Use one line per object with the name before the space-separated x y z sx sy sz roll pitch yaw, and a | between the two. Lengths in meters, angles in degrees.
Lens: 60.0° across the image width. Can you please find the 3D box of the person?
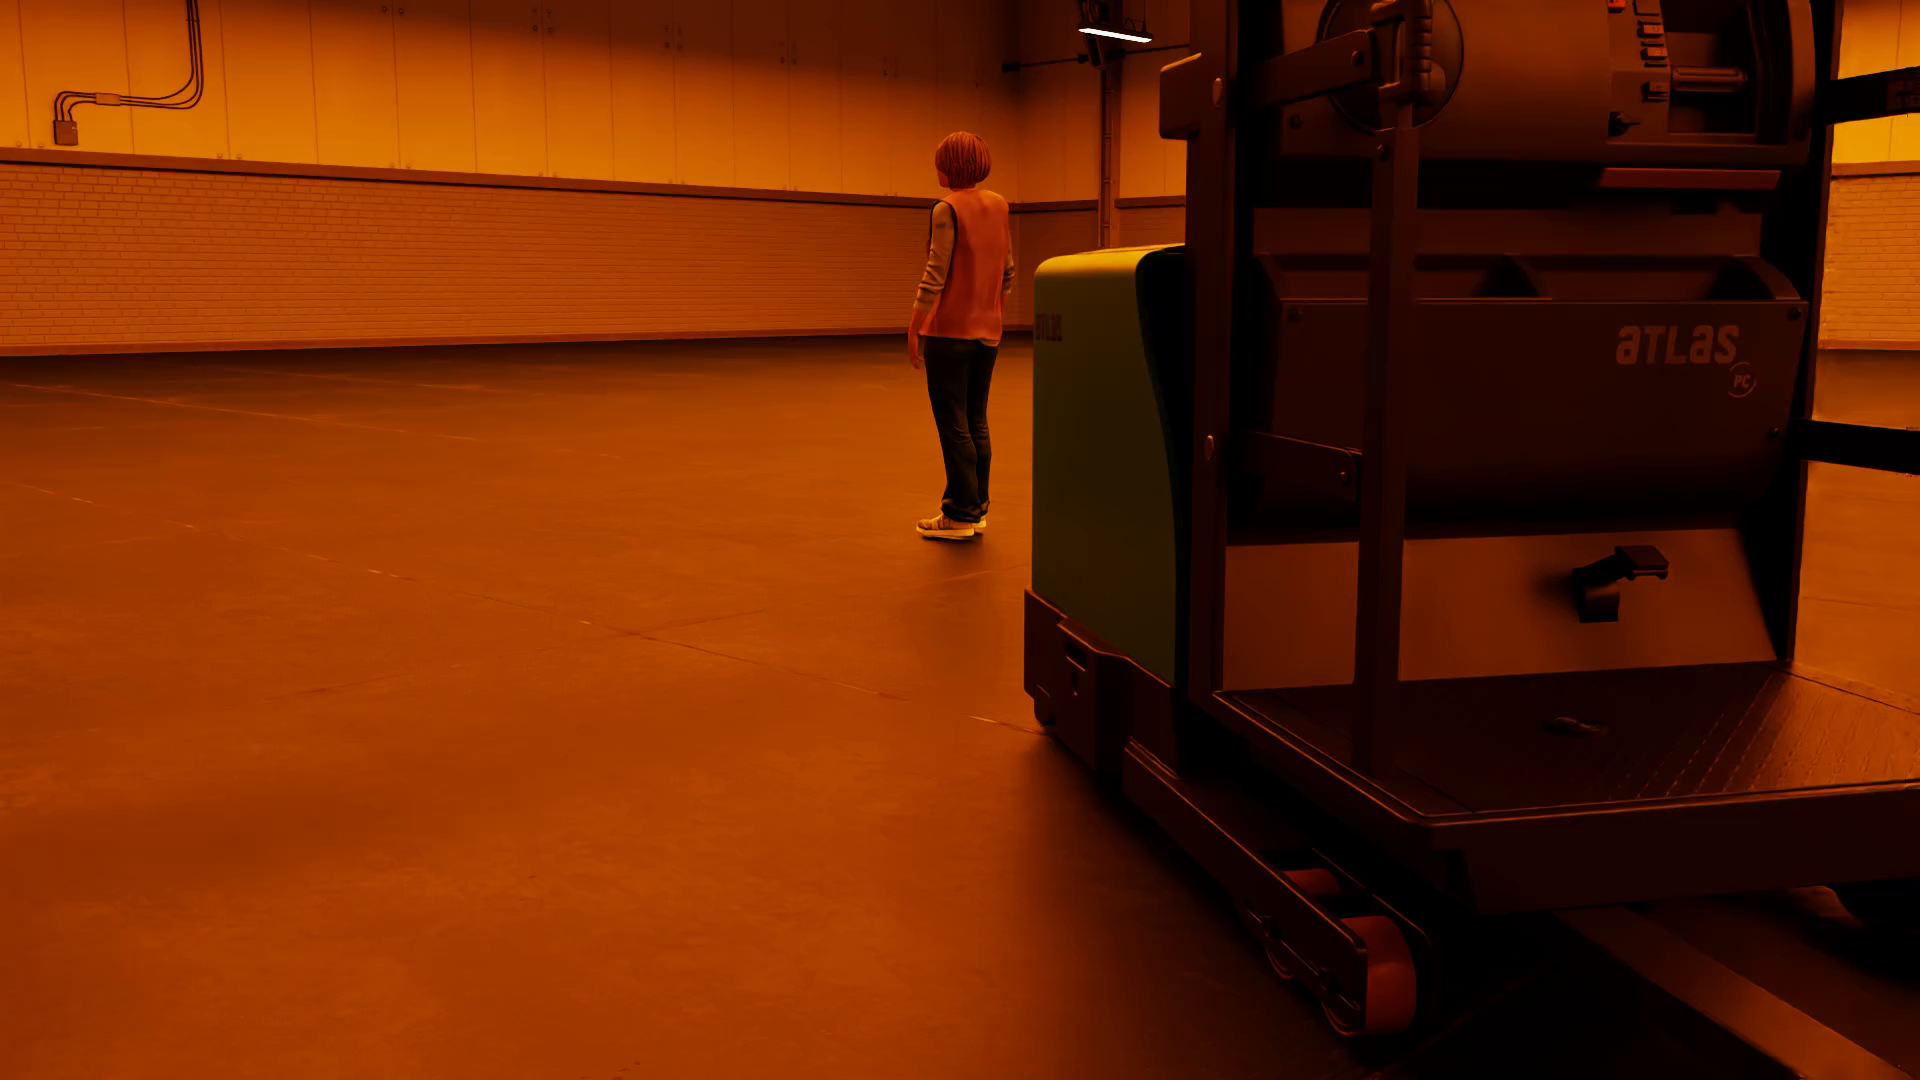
person | -0.044 -0.807 6.659 0.473 1.599 0.520 8 12 43

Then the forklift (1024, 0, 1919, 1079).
forklift | 0.976 -0.837 2.430 1.130 2.935 3.031 -2 9 -13
